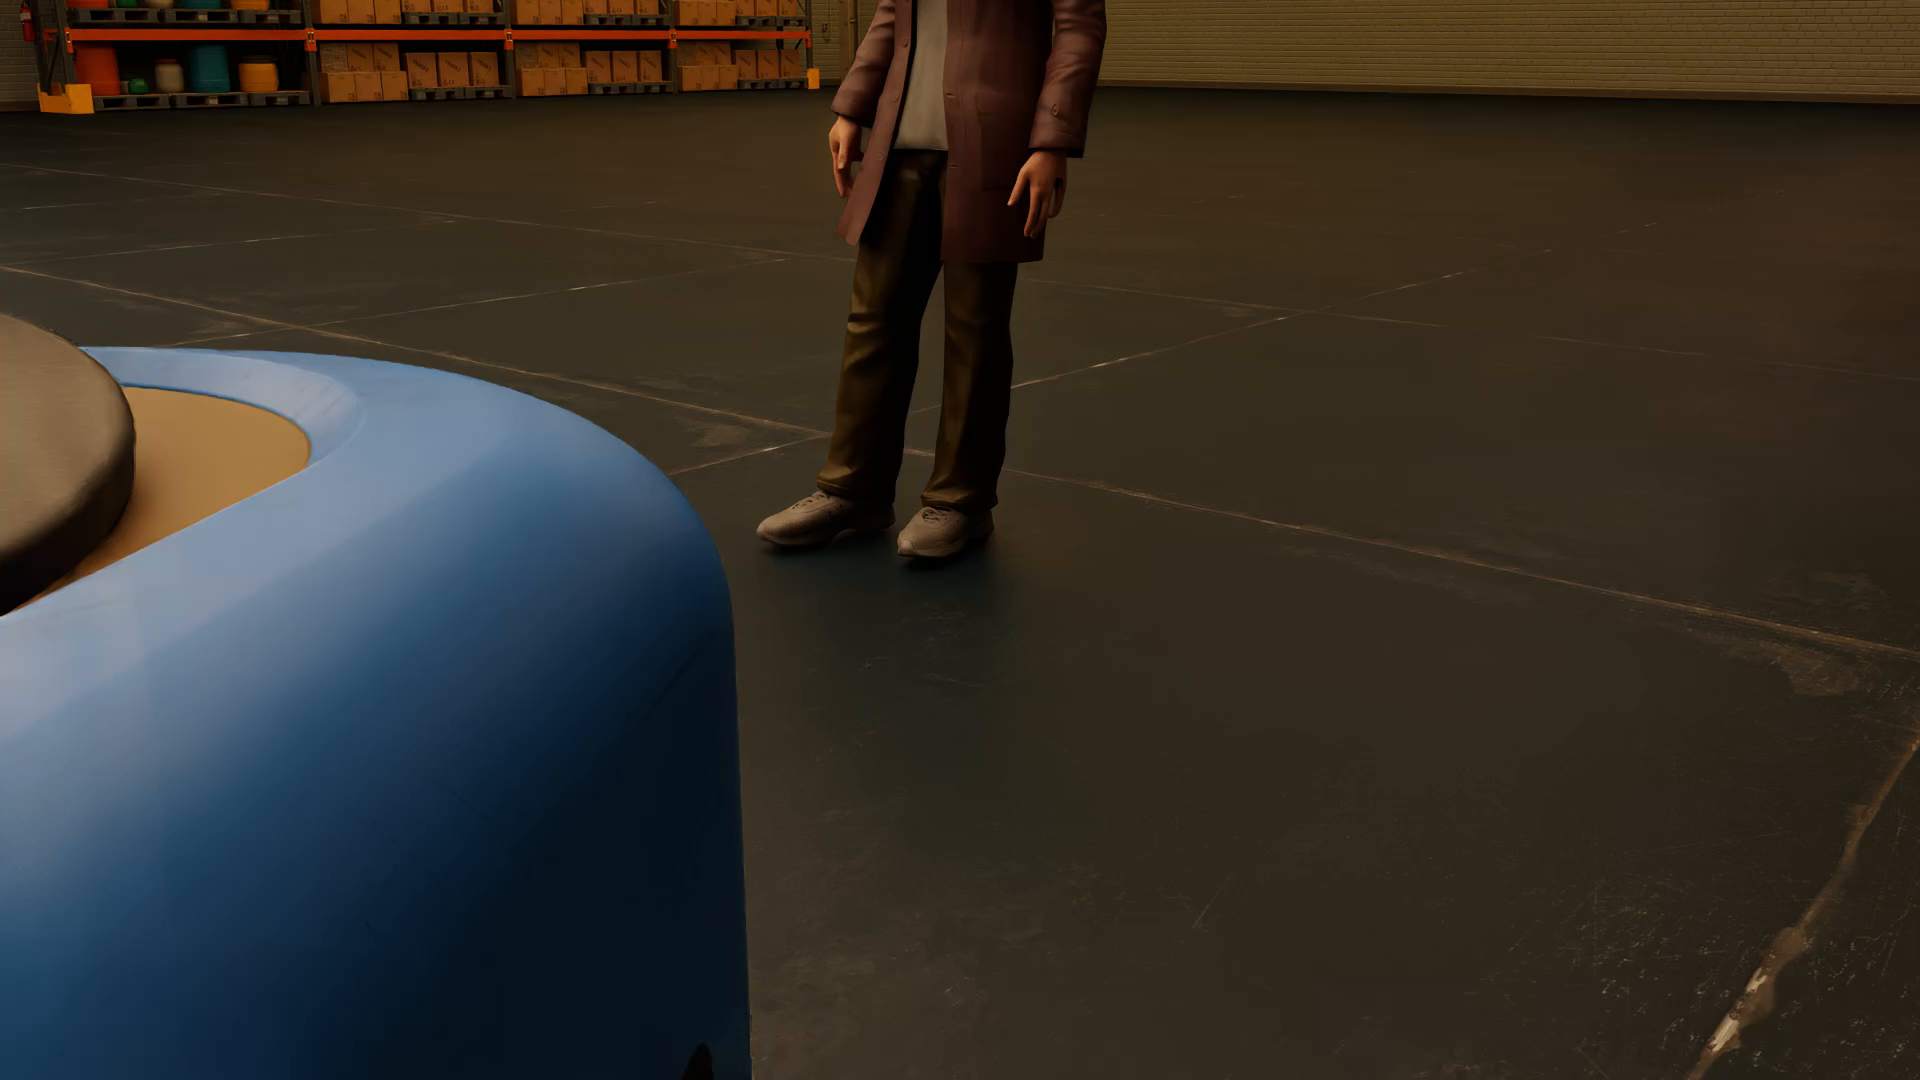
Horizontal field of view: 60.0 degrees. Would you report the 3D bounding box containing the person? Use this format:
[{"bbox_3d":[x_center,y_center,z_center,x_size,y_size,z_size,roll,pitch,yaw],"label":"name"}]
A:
[{"bbox_3d":[-0.061,-0.838,3.617,0.696,1.776,0.582,13,21,37],"label":"person"}]
